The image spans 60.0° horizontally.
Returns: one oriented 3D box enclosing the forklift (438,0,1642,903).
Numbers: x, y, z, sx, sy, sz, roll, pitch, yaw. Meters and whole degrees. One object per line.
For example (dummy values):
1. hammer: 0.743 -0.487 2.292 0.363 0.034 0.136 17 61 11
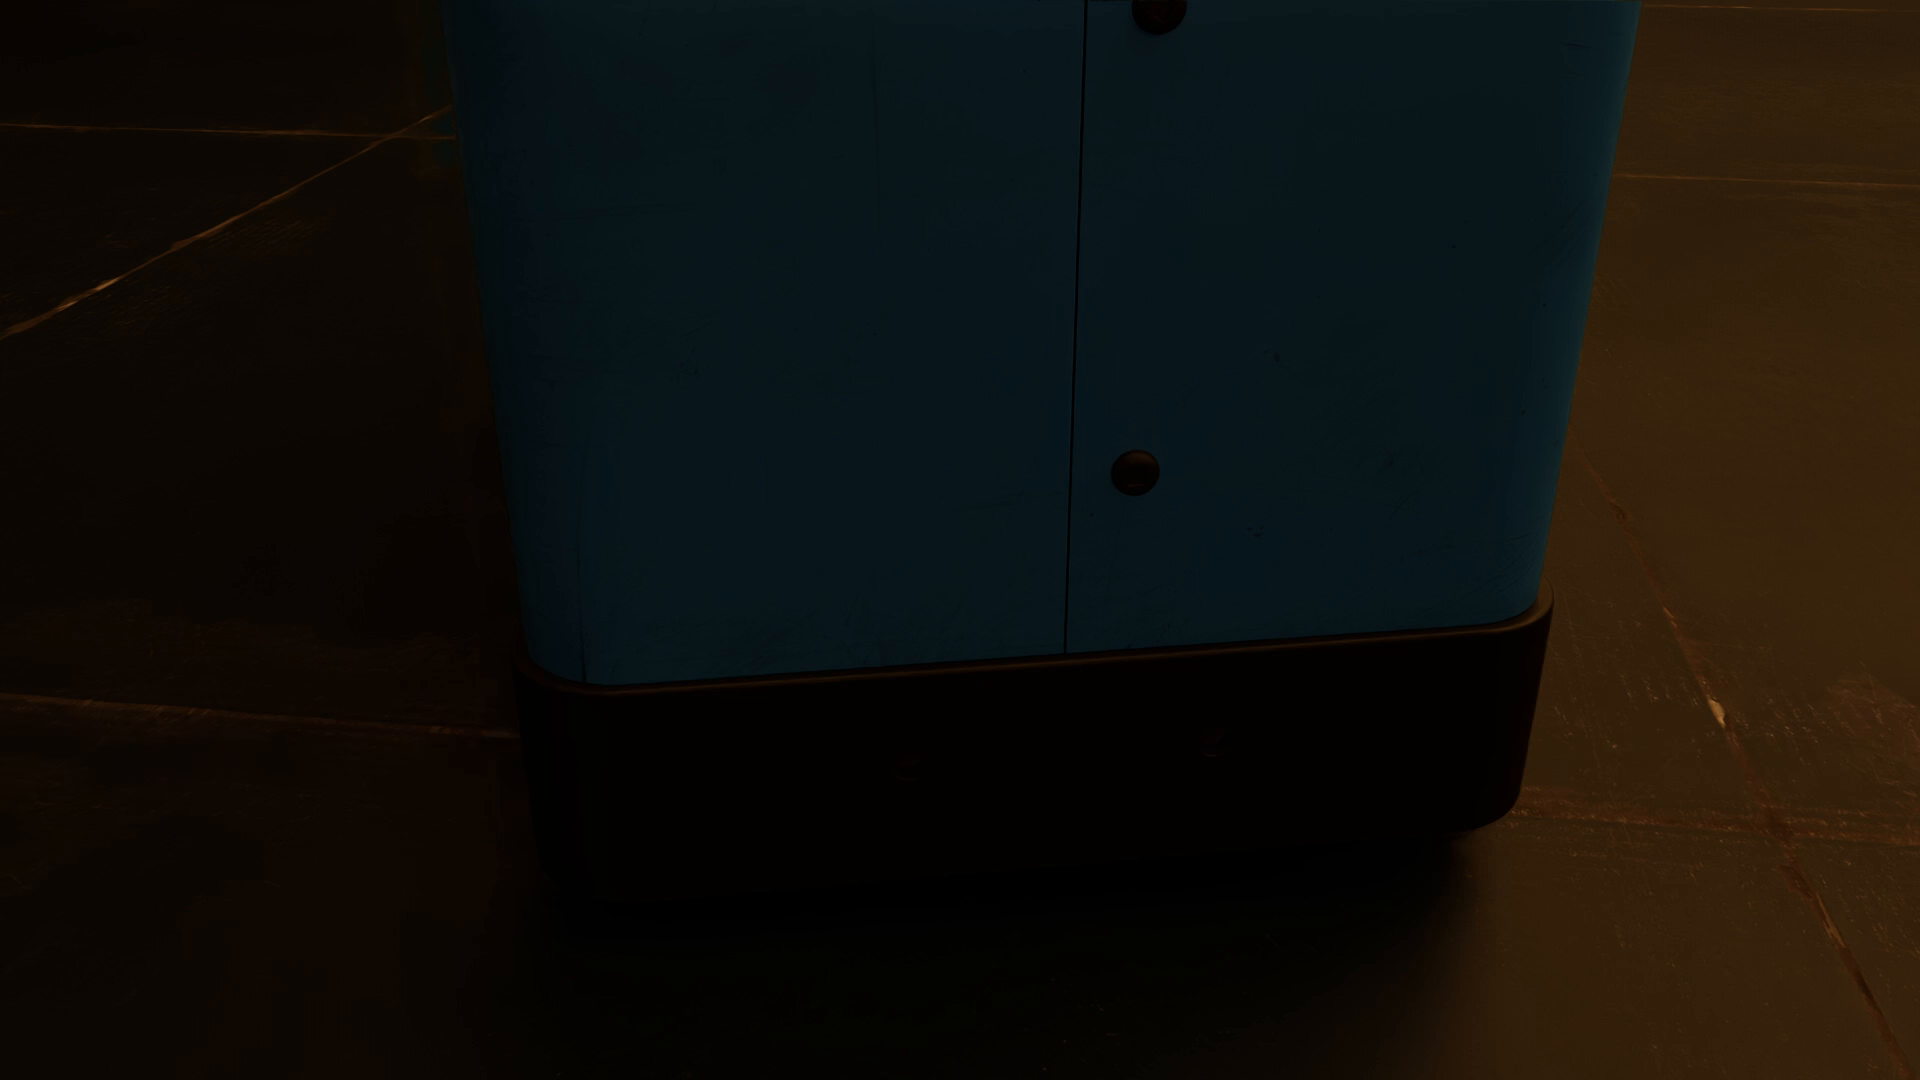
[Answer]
1. forklift: -0.105 -1.587 2.398 1.130 2.935 3.031 -4 27 -7
